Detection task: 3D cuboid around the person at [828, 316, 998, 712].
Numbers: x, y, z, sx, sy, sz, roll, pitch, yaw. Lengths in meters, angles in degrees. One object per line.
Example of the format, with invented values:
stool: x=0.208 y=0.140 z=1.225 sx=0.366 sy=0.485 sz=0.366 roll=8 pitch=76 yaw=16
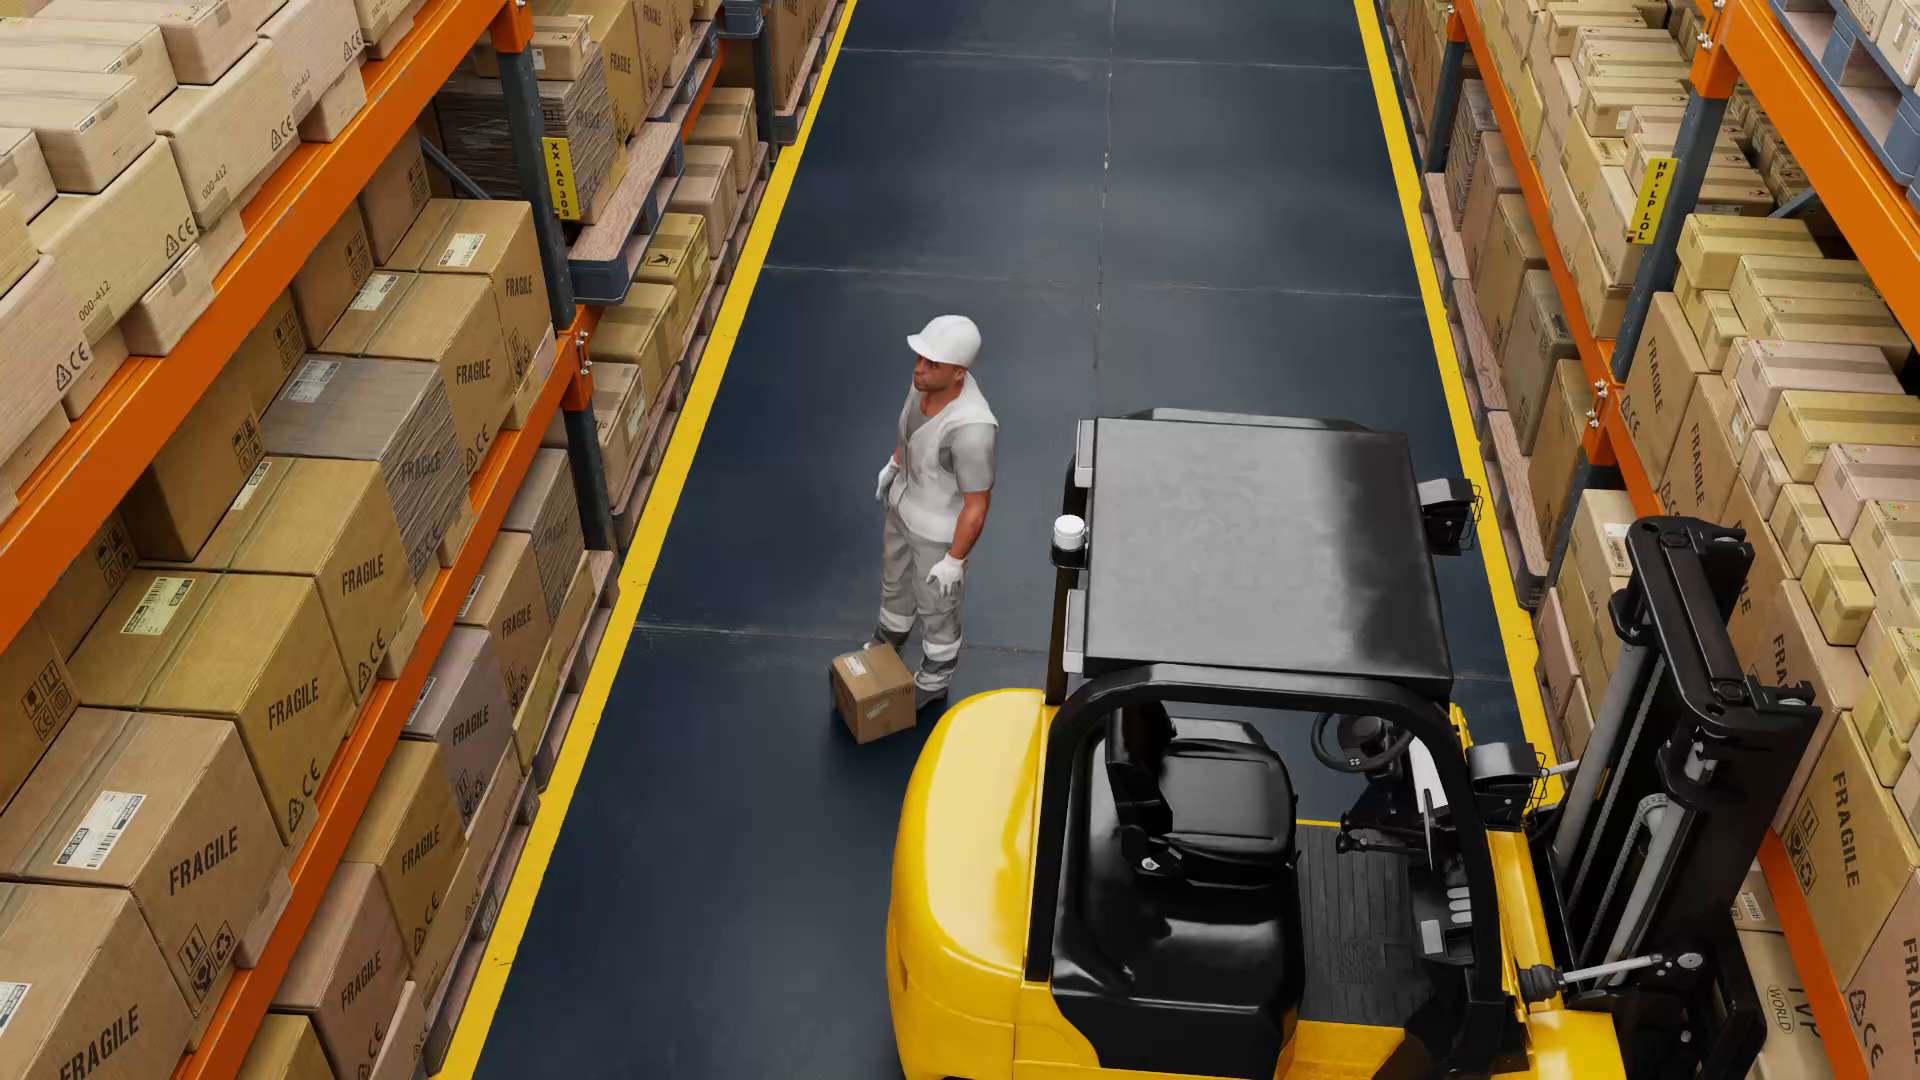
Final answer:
person: x=-0.179 y=-0.059 z=6.194 sx=0.564 sy=1.787 sz=0.635 roll=-16 pitch=42 yaw=-18
